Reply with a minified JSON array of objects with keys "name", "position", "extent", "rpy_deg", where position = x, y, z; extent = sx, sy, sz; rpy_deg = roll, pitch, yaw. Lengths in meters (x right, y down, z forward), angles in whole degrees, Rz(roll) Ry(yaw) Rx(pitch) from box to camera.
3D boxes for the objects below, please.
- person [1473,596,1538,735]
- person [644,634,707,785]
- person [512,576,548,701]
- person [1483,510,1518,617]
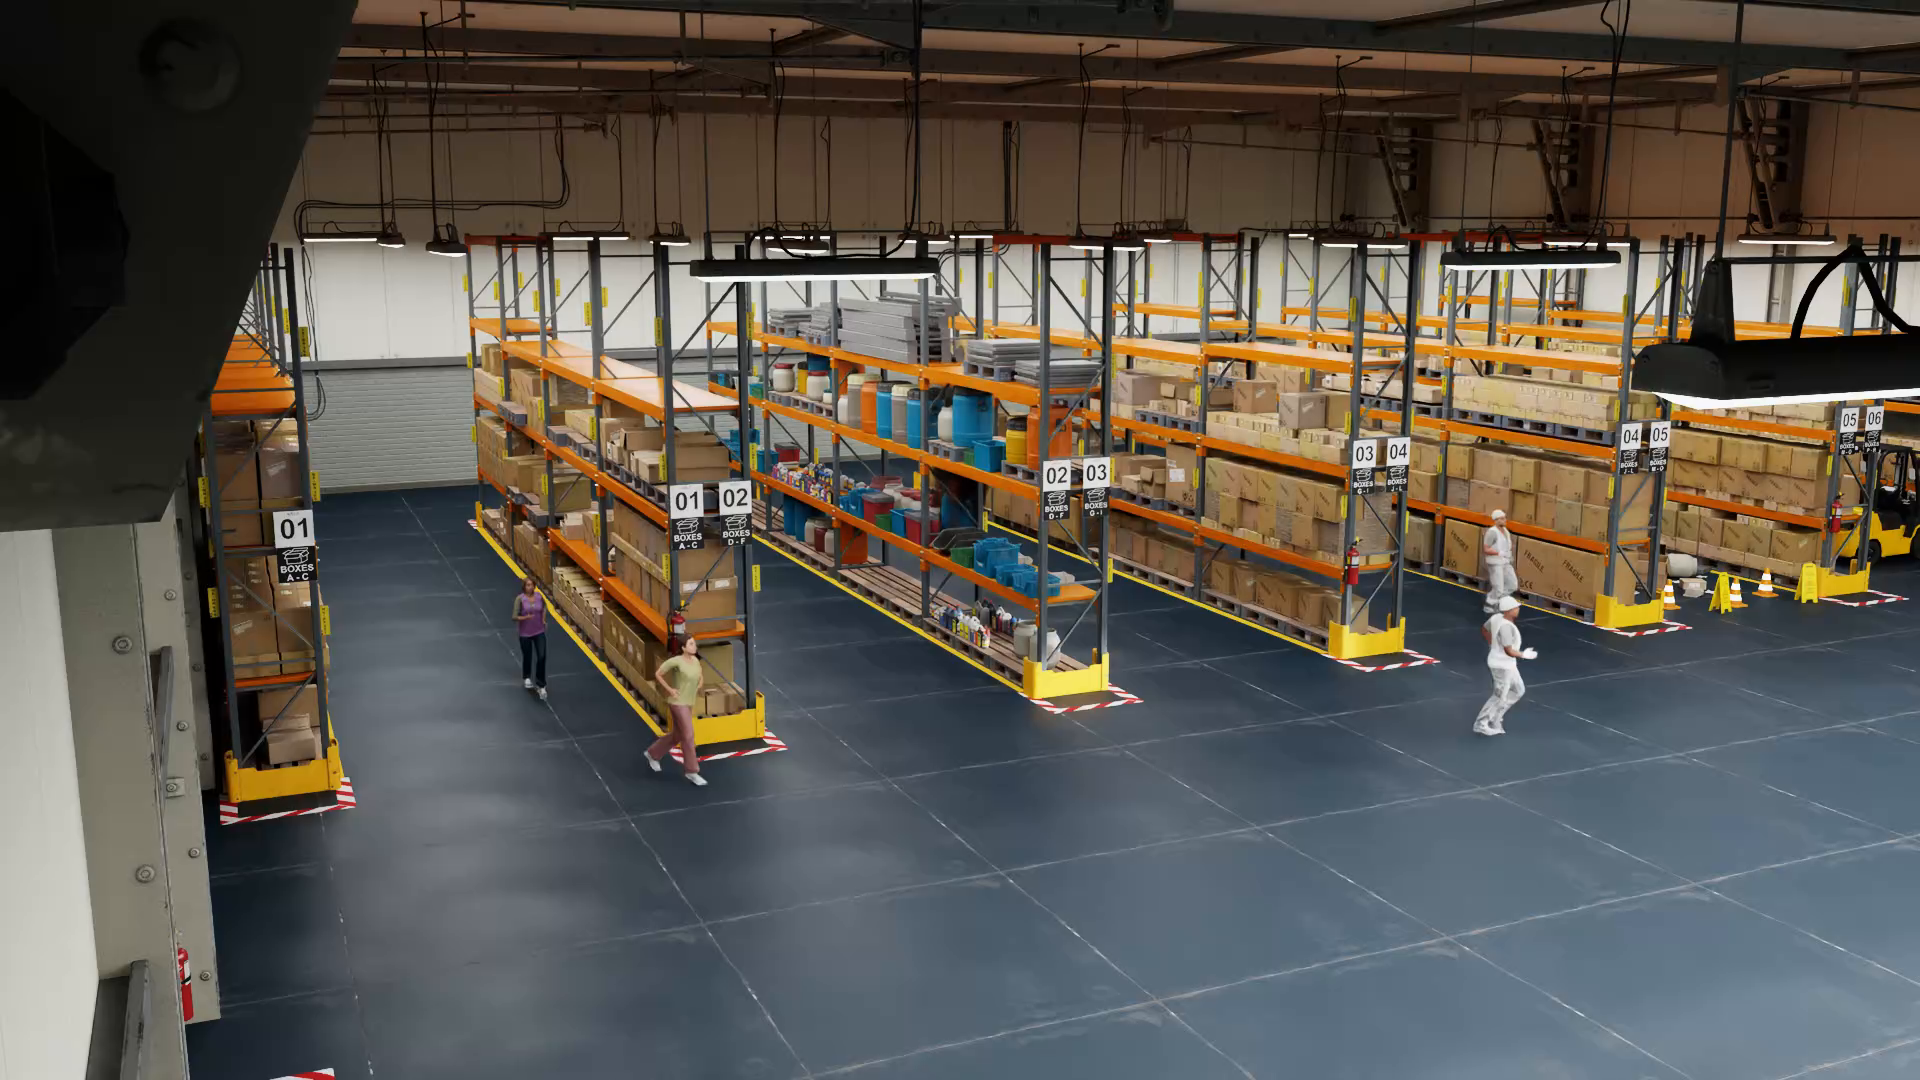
[{"name":"person","position":[6.722,1.563,20.464],"extent":[0.697,1.794,0.703],"rpy_deg":[3,11,13]},{"name":"person","position":[-3.186,1.902,19.085],"extent":[0.902,1.653,0.584],"rpy_deg":[6,12,27]},{"name":"person","position":[-5.732,1.283,22.244],"extent":[0.520,1.635,0.706],"rpy_deg":[-5,12,-25]},{"name":"person","position":[8.633,0.389,26.470],"extent":[0.643,1.741,0.581],"rpy_deg":[-8,13,-35]}]
